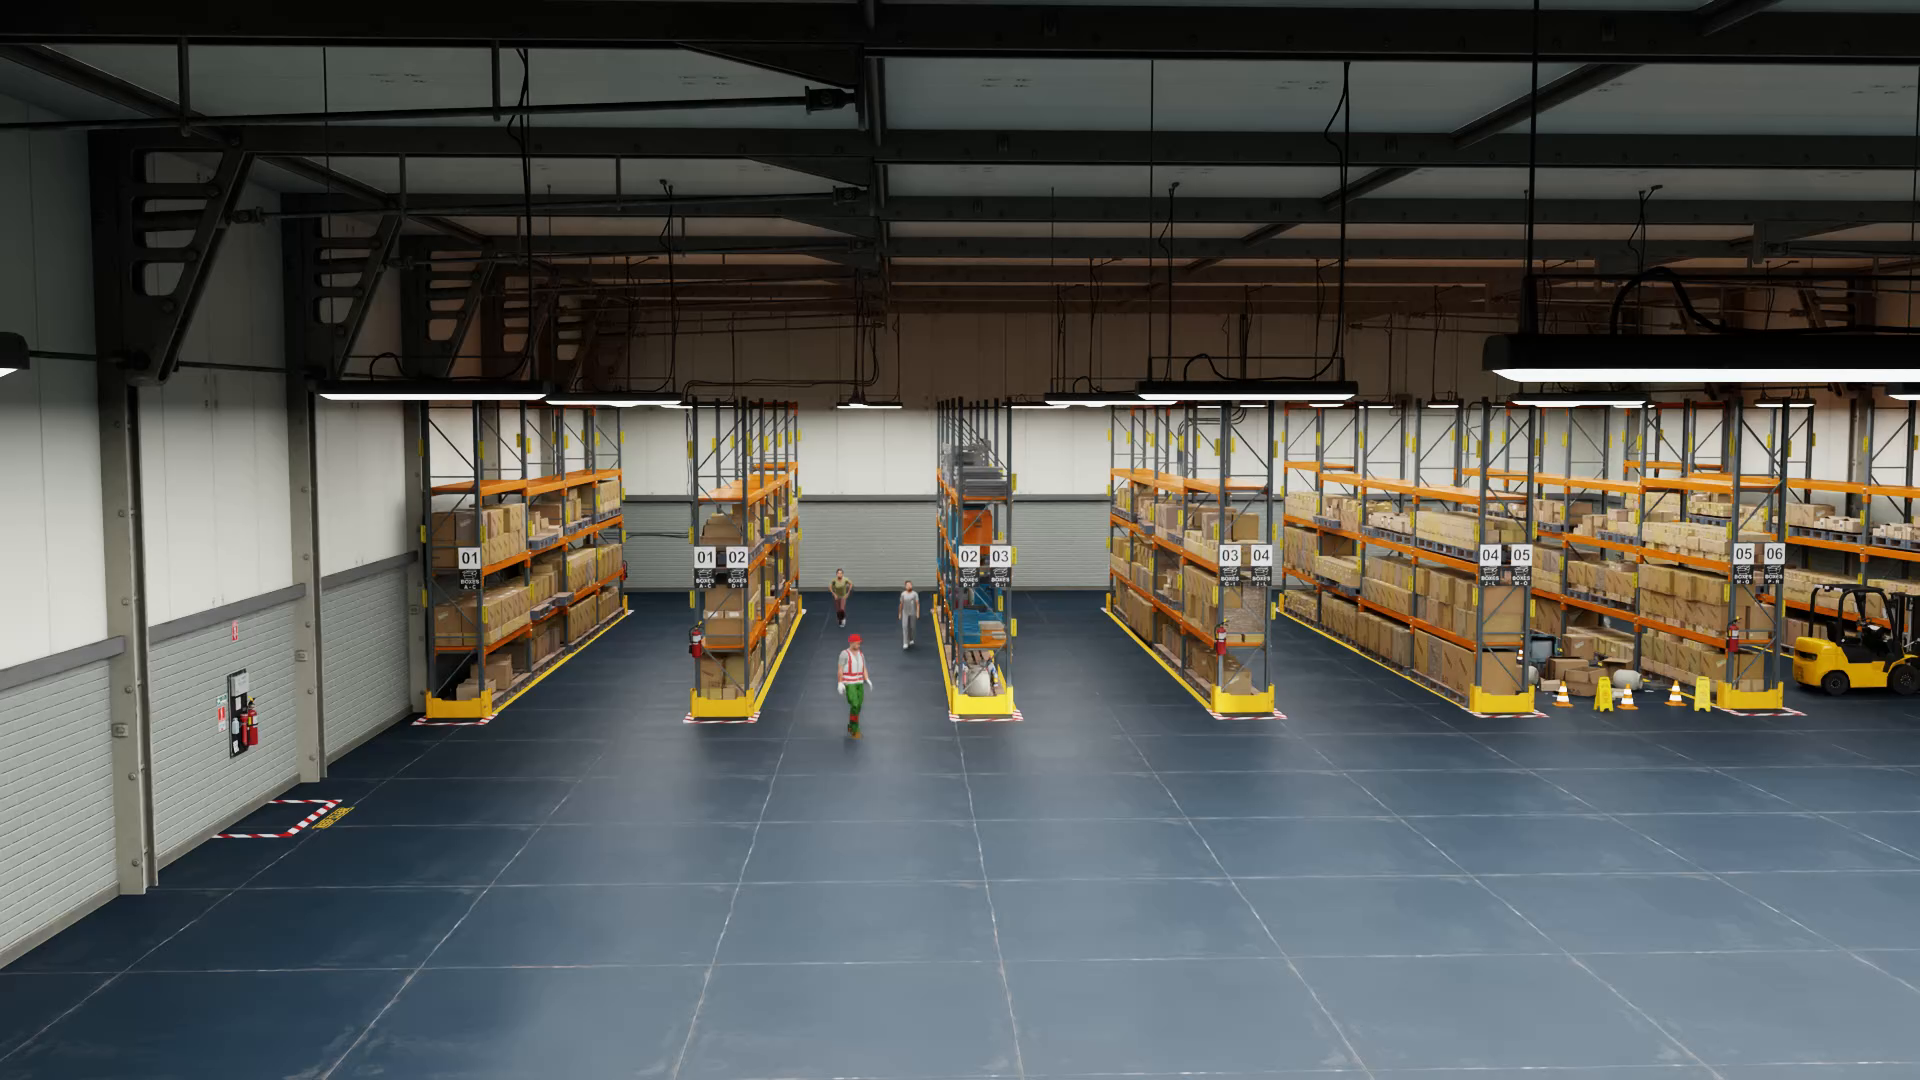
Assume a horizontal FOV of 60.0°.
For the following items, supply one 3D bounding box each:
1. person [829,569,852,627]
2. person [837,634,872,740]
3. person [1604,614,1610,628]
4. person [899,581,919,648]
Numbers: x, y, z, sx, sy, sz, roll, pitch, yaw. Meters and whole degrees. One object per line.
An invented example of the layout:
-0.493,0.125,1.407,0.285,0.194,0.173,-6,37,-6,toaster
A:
-3.155,1.533,44.083,0.581,1.581,0.691,1,4,8,person
-1.825,2.585,29.335,0.586,1.837,0.566,4,6,44,person
16.539,1.624,42.501,0.553,1.652,0.569,-2,5,-25,person
-1.234,1.798,40.308,0.507,1.585,1.064,0,4,1,person
